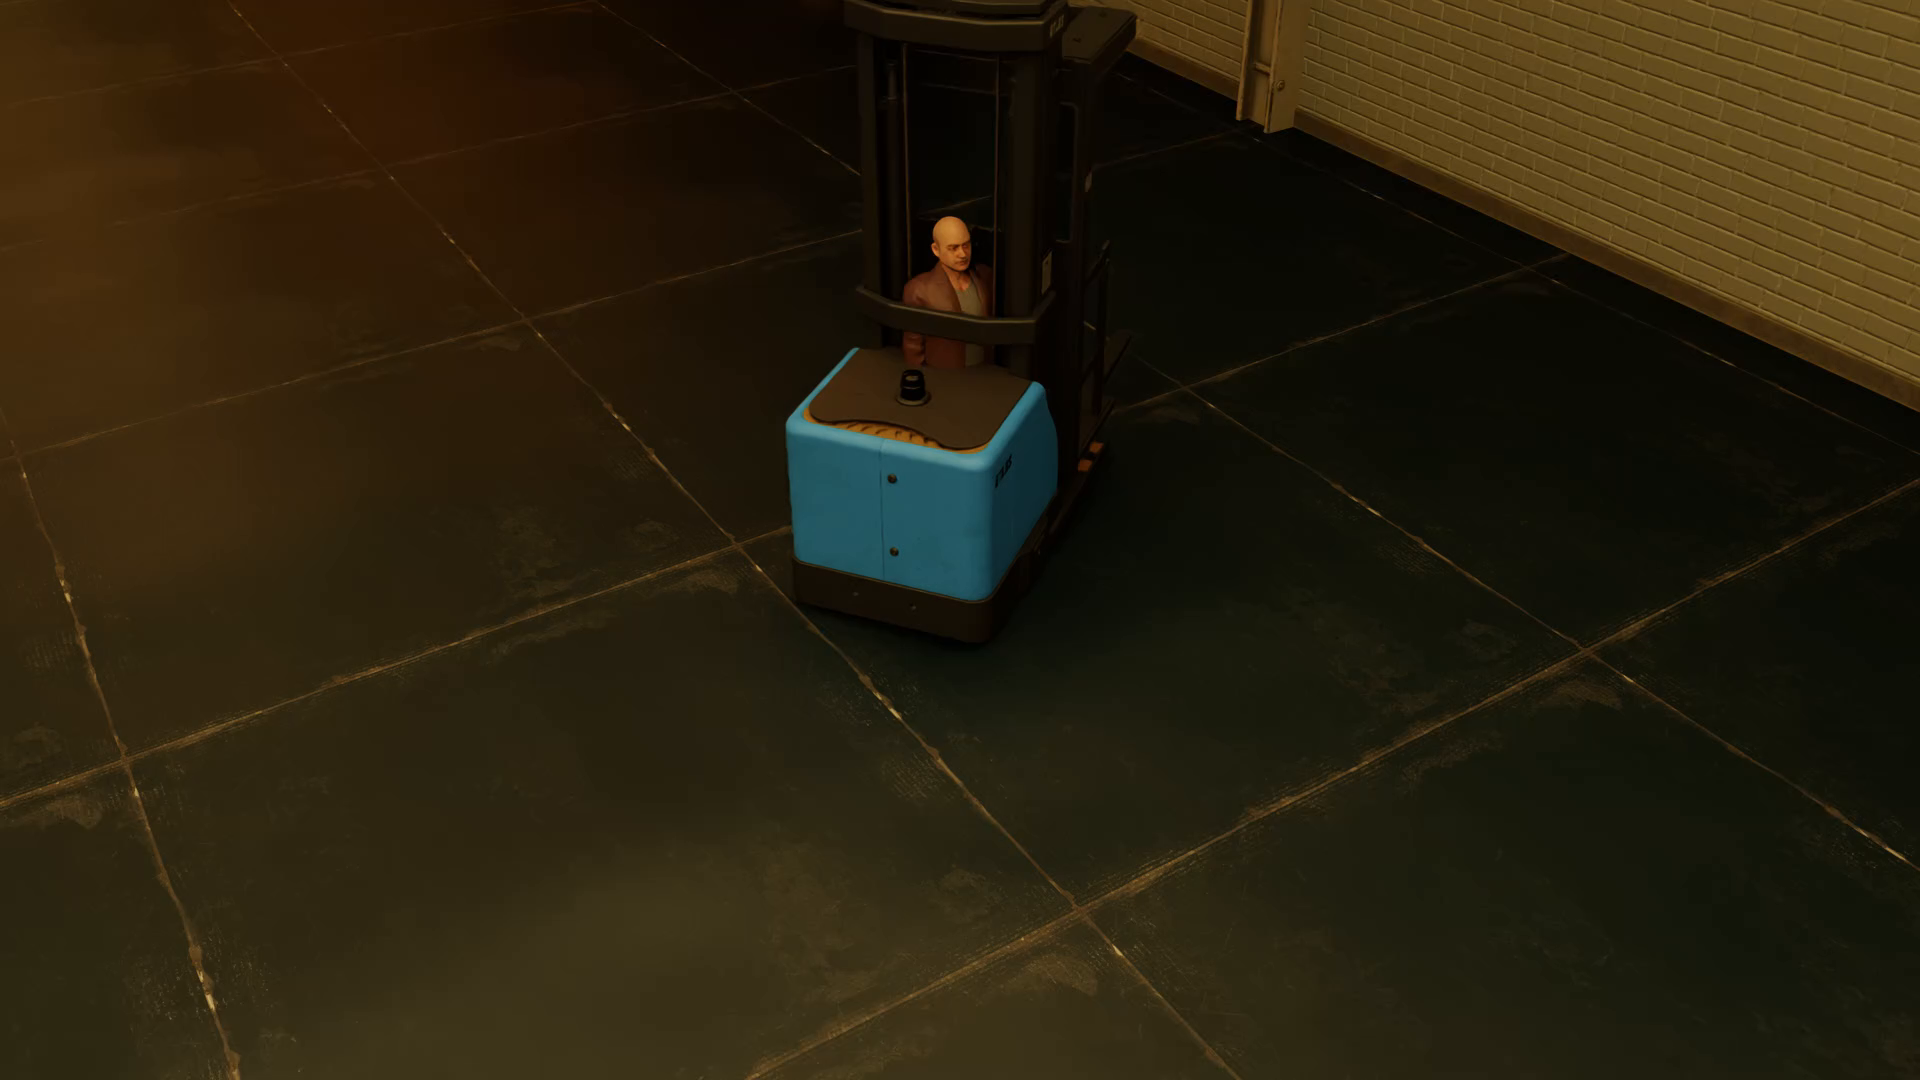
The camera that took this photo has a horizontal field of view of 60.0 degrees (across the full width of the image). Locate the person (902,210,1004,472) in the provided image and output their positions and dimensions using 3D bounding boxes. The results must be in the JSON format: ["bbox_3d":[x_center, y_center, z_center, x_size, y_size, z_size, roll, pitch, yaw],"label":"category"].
[{"bbox_3d":[0.032,-0.811,8.072,0.551,1.601,0.448,-21,40,-27],"label":"person"}]

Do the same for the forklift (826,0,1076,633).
[{"bbox_3d":[-0.002,-1.578,8.394,1.130,2.935,3.031,2,35,3],"label":"forklift"}]
